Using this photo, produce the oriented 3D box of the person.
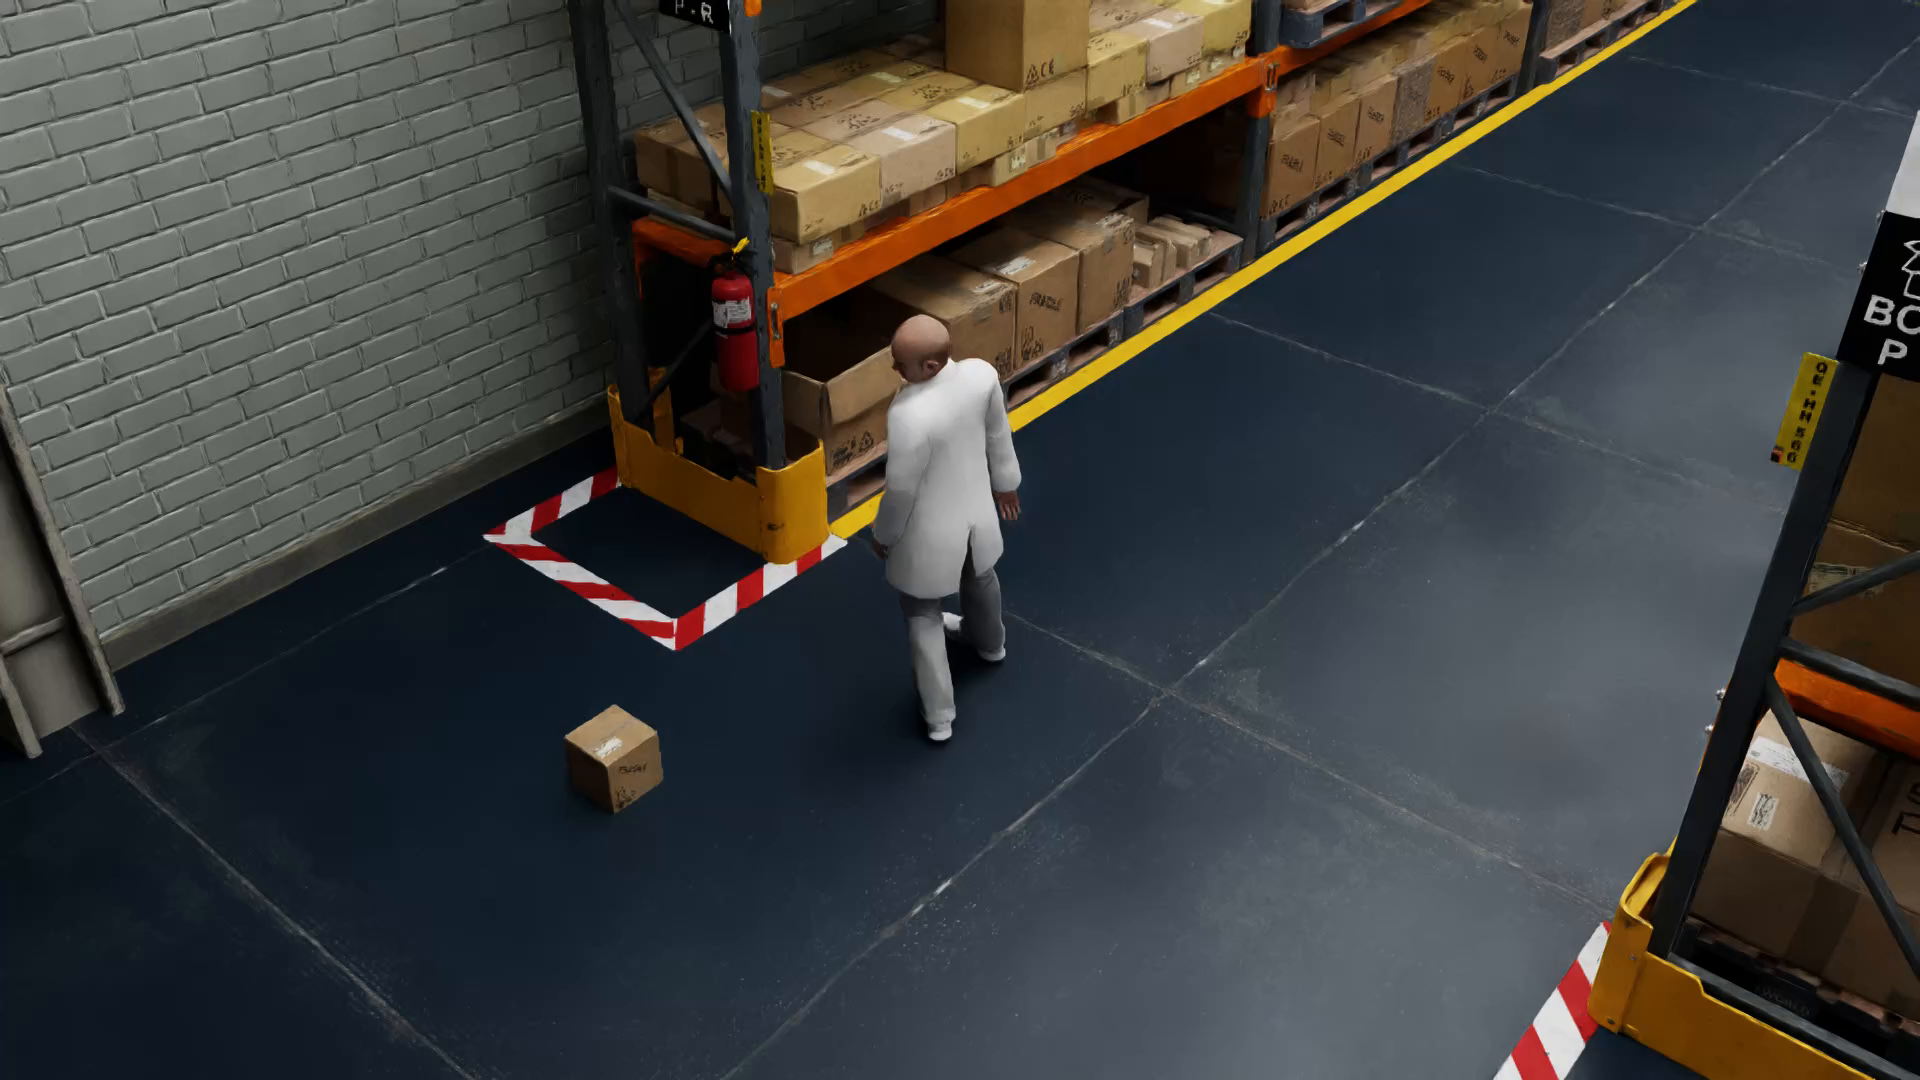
[{"bbox_3d":[-0.087,-0.115,6.358,0.683,1.773,0.608,-26,42,-32],"label":"person"}]
